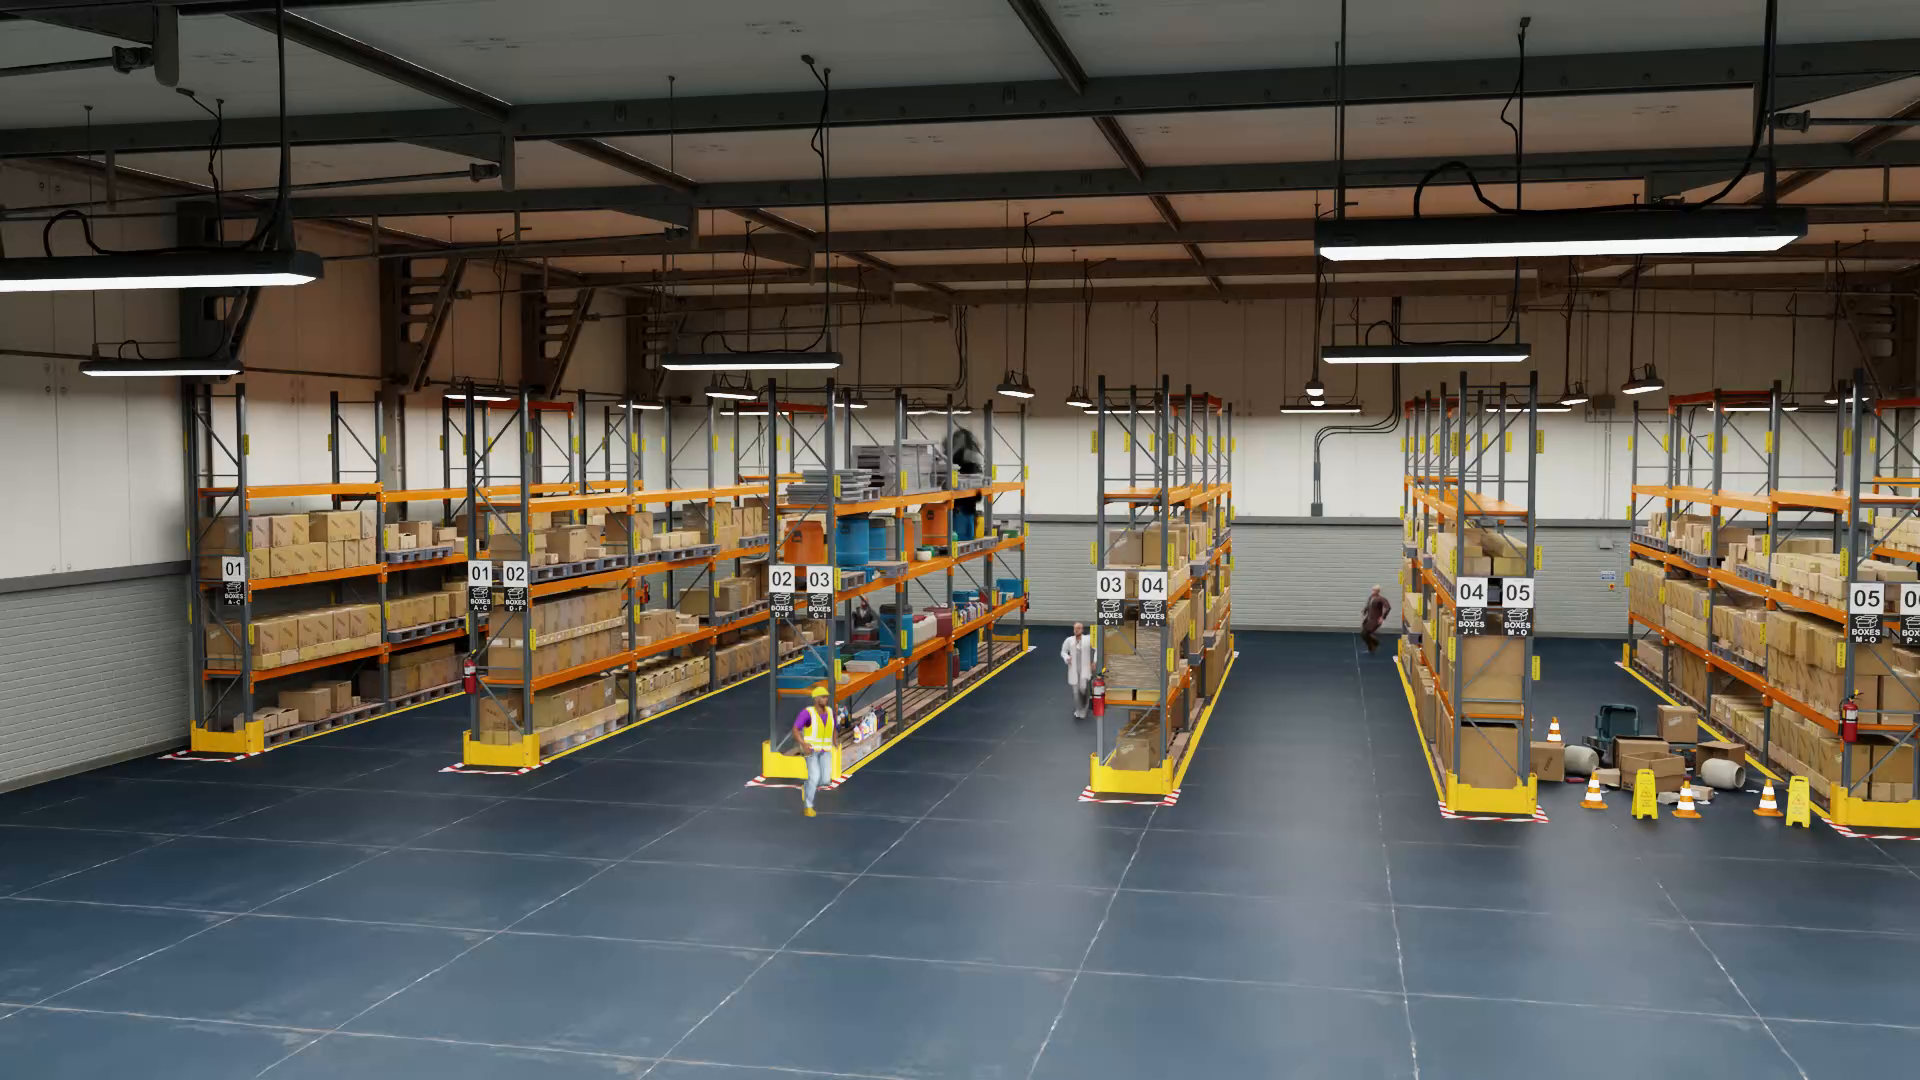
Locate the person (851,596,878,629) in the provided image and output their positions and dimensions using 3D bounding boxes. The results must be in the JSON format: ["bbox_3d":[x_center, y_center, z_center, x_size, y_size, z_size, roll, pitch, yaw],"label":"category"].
[{"bbox_3d":[-2.128,2.068,36.484,0.644,1.680,0.591,0,3,0],"label":"person"}]

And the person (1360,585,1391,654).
[{"bbox_3d":[9.858,1.914,39.615,0.564,1.688,0.823,-1,3,-17],"label":"person"}]

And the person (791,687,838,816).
[{"bbox_3d":[-1.963,2.863,22.693,0.748,1.730,0.579,-2,4,-37],"label":"person"}]

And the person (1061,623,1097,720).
[{"bbox_3d":[2.192,2.397,30.409,0.719,1.765,0.730,1,3,15],"label":"person"}]
